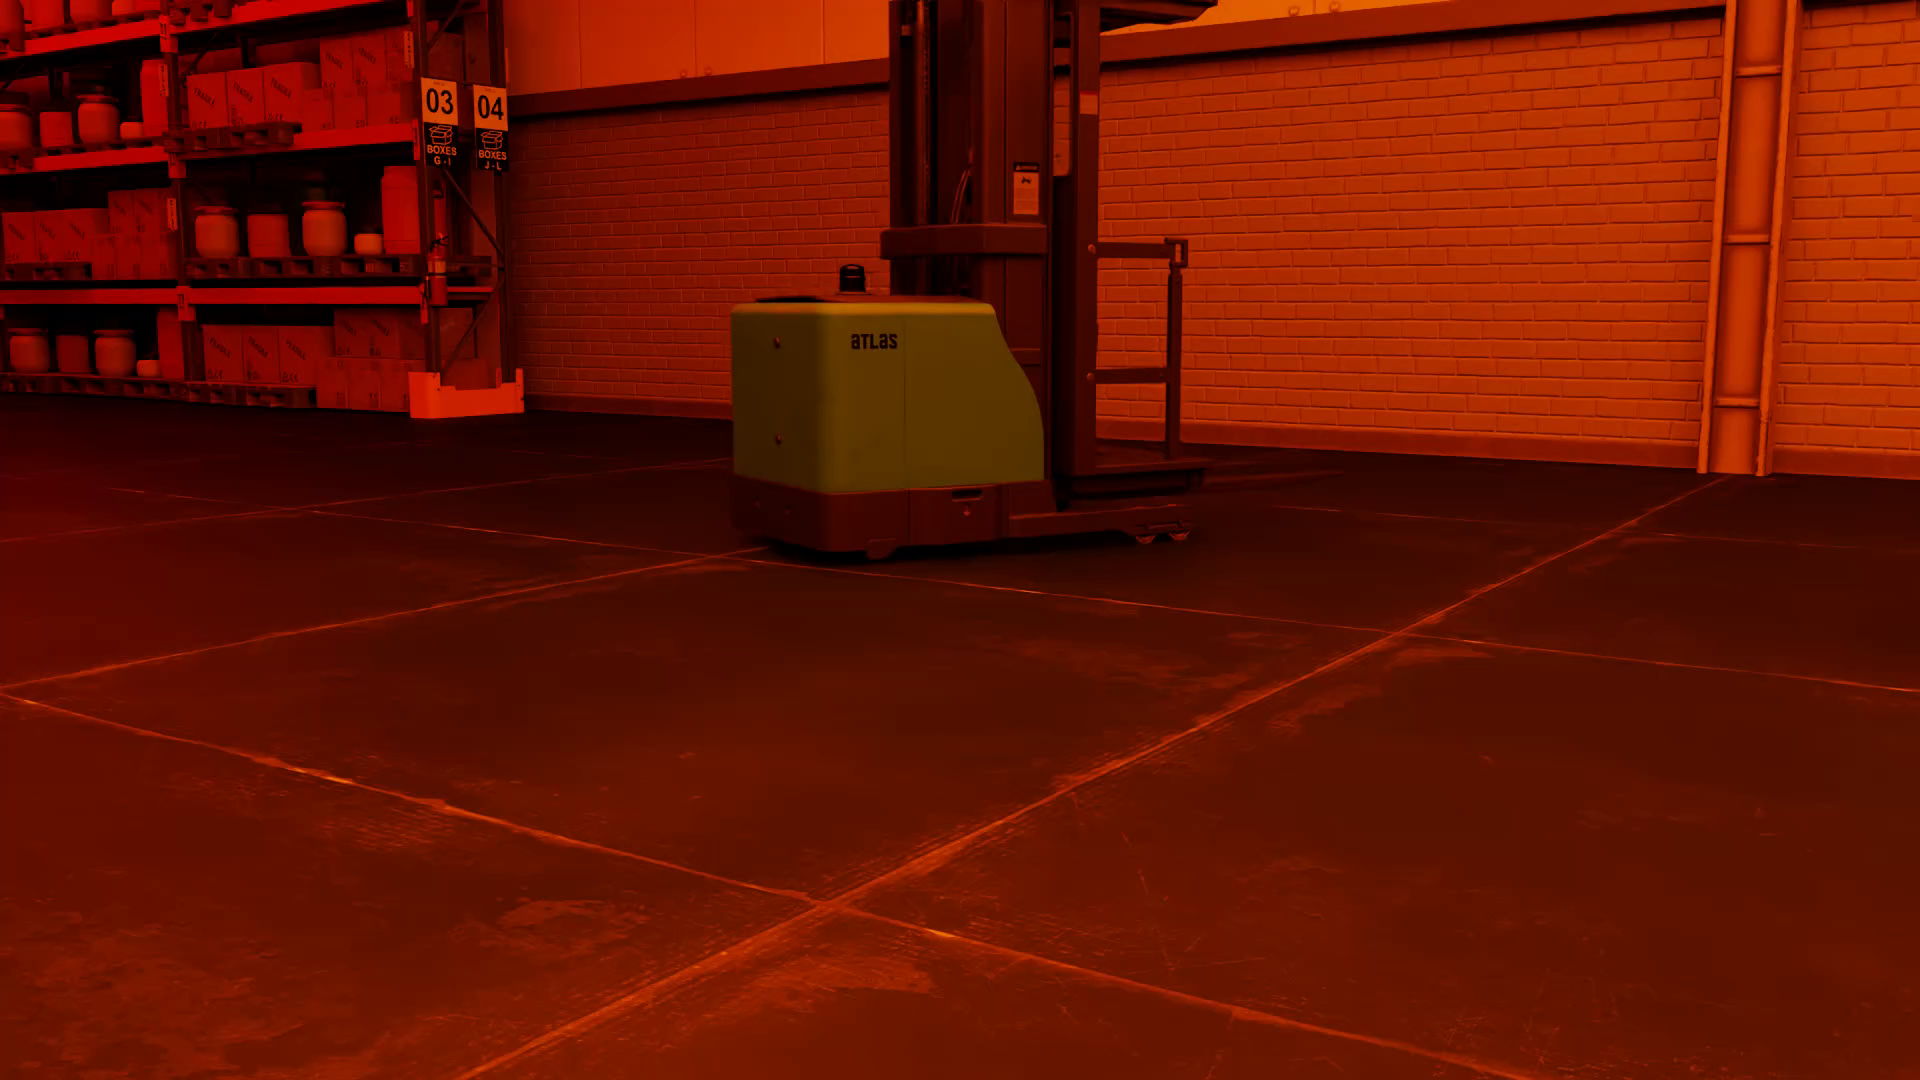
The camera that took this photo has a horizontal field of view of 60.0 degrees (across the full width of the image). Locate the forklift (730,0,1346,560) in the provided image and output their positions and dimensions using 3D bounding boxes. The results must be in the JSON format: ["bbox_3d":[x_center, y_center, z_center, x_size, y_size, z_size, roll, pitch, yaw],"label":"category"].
[{"bbox_3d":[0.487,-1.499,7.732,3.031,2.935,1.130,-5,9,-31],"label":"forklift"}]
